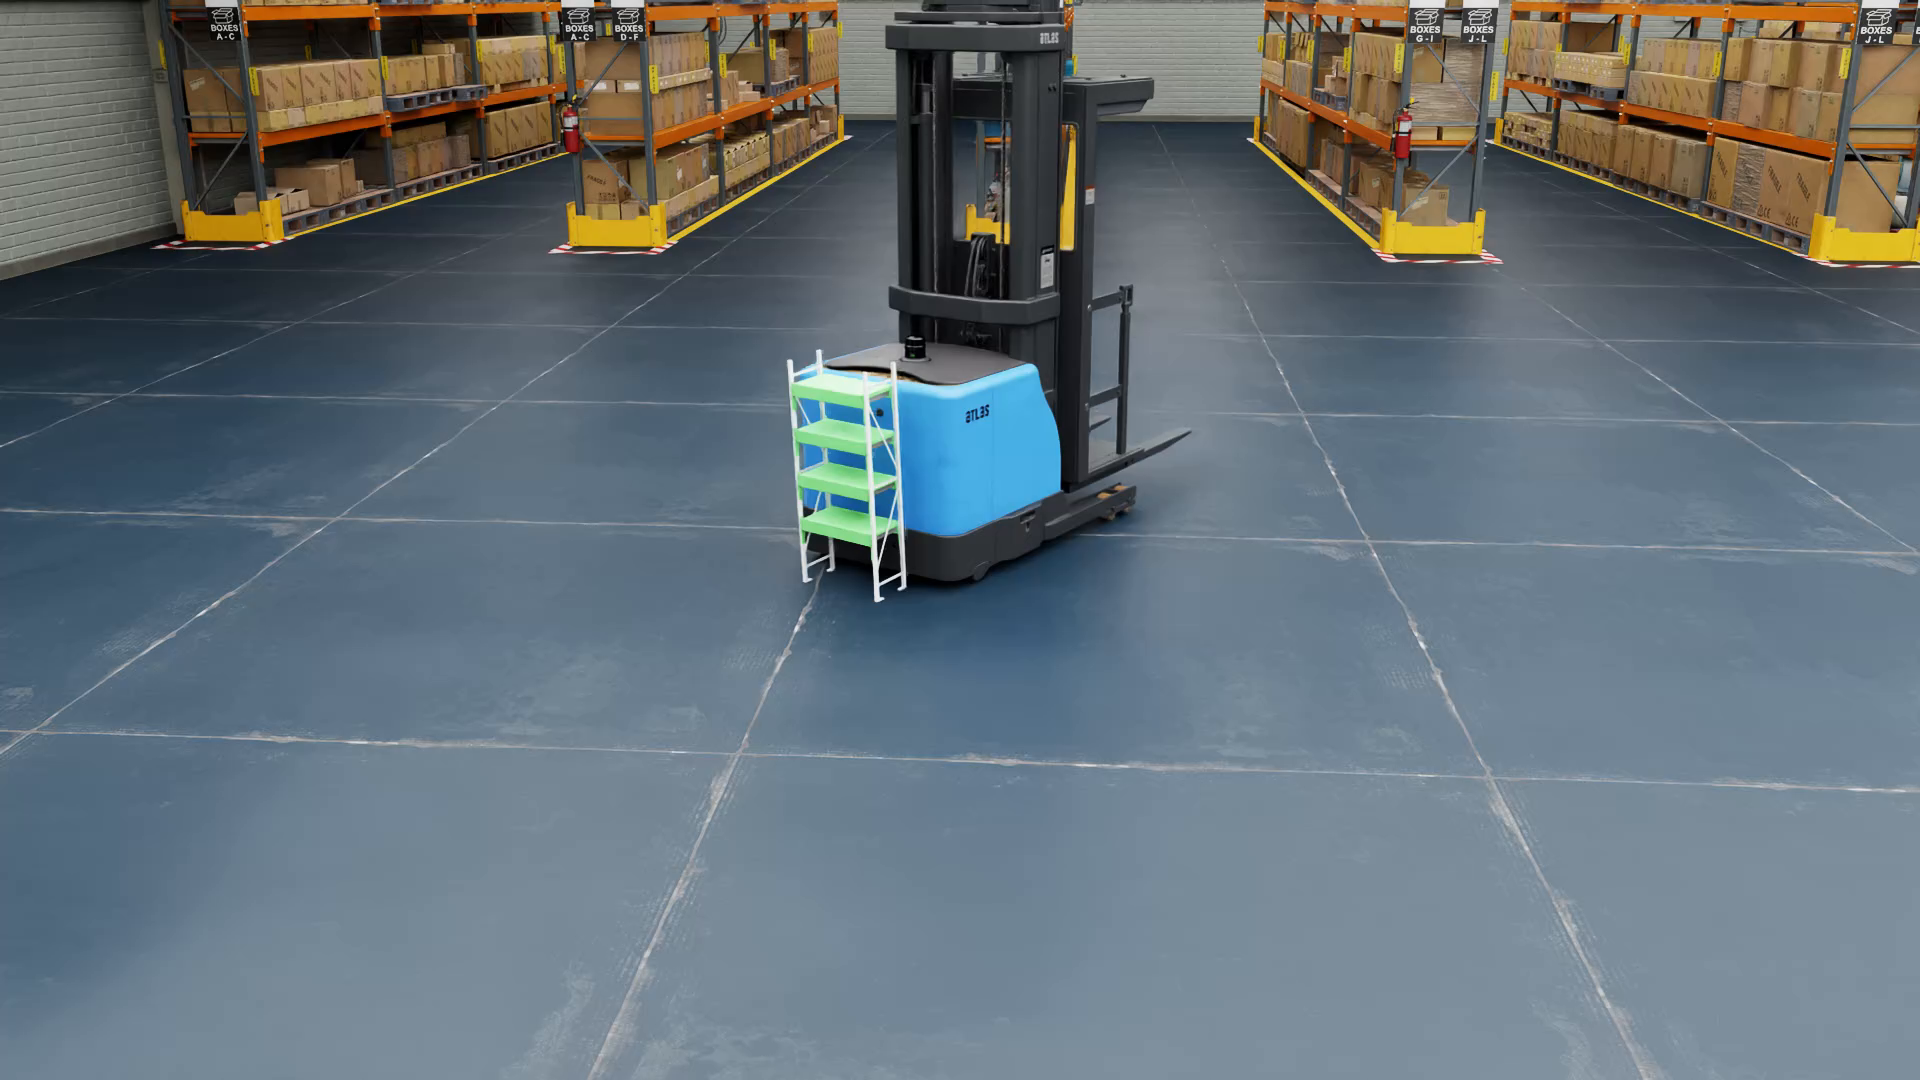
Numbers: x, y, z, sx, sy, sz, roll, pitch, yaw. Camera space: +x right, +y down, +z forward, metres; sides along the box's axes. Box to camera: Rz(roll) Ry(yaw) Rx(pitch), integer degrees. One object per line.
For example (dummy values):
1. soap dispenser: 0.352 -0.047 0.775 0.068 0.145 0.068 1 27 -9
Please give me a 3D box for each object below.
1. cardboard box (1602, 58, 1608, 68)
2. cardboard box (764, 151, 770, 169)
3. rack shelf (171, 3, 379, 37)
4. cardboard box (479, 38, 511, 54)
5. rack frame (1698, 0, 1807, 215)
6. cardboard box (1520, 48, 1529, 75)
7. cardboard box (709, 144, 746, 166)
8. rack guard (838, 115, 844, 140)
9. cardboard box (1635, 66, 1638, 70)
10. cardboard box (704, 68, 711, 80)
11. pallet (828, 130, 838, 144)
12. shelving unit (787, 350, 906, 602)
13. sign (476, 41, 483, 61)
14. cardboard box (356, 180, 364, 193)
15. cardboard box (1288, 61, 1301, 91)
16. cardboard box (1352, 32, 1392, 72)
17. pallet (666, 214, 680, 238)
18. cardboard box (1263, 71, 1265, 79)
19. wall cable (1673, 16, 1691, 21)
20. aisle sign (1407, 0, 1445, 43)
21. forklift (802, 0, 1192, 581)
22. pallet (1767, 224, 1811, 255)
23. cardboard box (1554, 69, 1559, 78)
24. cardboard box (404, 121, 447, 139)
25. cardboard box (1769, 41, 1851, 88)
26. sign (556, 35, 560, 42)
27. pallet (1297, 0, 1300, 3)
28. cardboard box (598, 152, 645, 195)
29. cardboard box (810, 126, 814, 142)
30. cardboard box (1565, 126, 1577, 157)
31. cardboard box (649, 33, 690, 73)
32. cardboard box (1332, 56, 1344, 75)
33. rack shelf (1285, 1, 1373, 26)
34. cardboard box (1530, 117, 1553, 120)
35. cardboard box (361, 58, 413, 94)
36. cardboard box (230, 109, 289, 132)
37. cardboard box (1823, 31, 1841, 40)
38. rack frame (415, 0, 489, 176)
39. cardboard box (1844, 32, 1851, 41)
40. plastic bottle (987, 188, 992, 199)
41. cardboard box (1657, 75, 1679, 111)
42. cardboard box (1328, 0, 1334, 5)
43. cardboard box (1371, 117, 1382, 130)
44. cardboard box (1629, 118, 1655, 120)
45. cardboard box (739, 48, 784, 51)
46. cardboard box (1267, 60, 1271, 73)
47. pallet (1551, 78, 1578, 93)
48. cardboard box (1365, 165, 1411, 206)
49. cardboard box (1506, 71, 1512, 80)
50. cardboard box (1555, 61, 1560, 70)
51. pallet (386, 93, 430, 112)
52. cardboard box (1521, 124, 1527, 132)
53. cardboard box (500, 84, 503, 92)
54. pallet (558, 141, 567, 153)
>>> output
1. cardboard box: 10.763 -7.818 27.240 0.380 0.149 0.250 1 18 3
2. cardboard box: -3.451 -6.304 27.585 0.500 0.250 0.500 2 18 5
3. rack shelf: -9.027 -6.909 22.029 1.077 0.370 4.000 1 18 4
4. cardboard box: -8.238 -8.701 29.286 0.500 0.250 0.500 1 18 4
5. rack frame: 10.878 -5.973 22.834 1.000 3.000 0.127 1 18 4
6. cardboard box: 11.370 -9.437 32.767 0.500 0.500 0.500 2 18 5
7. cardboard box: -3.588 -5.936 25.561 0.500 0.311 0.500 1 18 2
8. rack guard: -3.088 -8.853 35.637 1.175 0.500 0.348 1 18 4
9. cardboard box: 11.450 -7.828 27.747 0.380 0.149 0.250 1 18 4
10. cardboard box: -3.749 -6.604 23.557 0.380 0.149 0.250 1 18 4
11. pallet: -3.144 -8.468 34.927 1.003 0.211 1.213 1 18 4
12. shelving unit: -0.571 -0.328 8.475 0.503 1.200 0.258 13 25 35
13. sign: -8.055 -8.192 27.875 0.100 0.325 0.005 1 18 4
14. cardboard box: -8.892 -5.142 24.143 0.380 0.166 0.250 -1 18 -3
15. cardboard box: 6.194 -8.354 29.939 0.500 0.500 0.500 1 18 4
16. cardboard box: 5.652 -6.645 22.641 0.500 0.500 0.500 1 18 4
17. pallet: -4.217 -4.008 21.316 1.003 0.211 1.213 1 18 4
18. cardboard box: 6.426 -9.540 34.123 0.380 0.149 0.250 1 18 3
19. wall cable: 17.063 -11.870 39.150 0.585 1.953 0.123 1 18 4
20. aisle sign: 5.347 -6.095 19.033 0.394 0.787 0.004 1 18 4
21. forklift: 0.395 -1.580 9.537 1.130 2.935 3.031 12 22 33
22. pallet: 10.570 -3.655 20.240 1.003 0.211 1.213 1 18 4
23. cardboard box: 10.964 -8.426 30.048 0.380 0.149 0.250 0 18 1
24. cardboard box: -8.700 -6.666 27.053 0.500 0.250 0.500 2 18 5
25. cardboard box: 10.687 -5.941 20.760 0.875 0.550 0.500 1 18 4
26. sign: -8.577 -10.637 35.550 0.100 0.325 0.005 1 18 4
27. pallet: 6.295 -9.241 28.295 1.003 0.211 1.213 2 18 6
28. cardboard box: -4.431 -4.828 21.878 0.500 0.500 0.500 1 18 4
29. cardboard box: -3.123 -7.879 32.262 0.500 0.311 0.500 1 18 4
30. cardboard box: 11.097 -7.081 29.557 0.500 0.500 0.500 2 18 6
31. cardboard box: -4.040 -6.551 22.354 0.700 0.500 0.500 1 18 4
32. cardboard box: 6.226 -7.436 26.463 0.500 0.500 0.500 -1 18 -3
33. rack shelf: 6.368 -9.062 28.599 1.077 0.370 4.000 1 18 4
34. cardboard box: 11.364 -8.183 32.527 0.380 0.149 0.250 1 18 4
35. cardboard box: -8.766 -7.034 25.205 0.700 0.500 0.500 3 18 10
36. cardboard box: -8.819 -5.287 20.950 0.500 0.250 0.500 1 18 2
37. cardboard box: 16.154 -9.054 30.470 0.500 0.500 0.500 1 18 3
38. rack frame: -8.597 -7.689 28.071 1.000 3.000 0.127 1 18 4
39. cardboard box: 16.077 -8.771 29.606 0.500 0.500 0.500 1 18 5
40. plastic bottle: 0.395 -4.518 22.051 0.061 0.283 0.133 2 18 5
41. cardboard box: 10.755 -6.660 24.770 0.500 0.500 0.500 1 18 3
42. cardboard box: 5.872 -8.252 25.213 0.500 0.250 0.500 2 18 5
43. cardboard box: 5.468 -5.315 21.228 0.380 0.149 0.250 1 18 4
44. cardboard box: 11.492 -6.949 27.950 0.500 0.250 0.500 1 18 3
45. cardboard box: -3.612 -8.712 30.358 0.700 0.500 0.500 4 19 13
46. cardboard box: 6.424 -9.451 33.213 0.500 0.250 0.500 1 18 2
47. pallet: 11.251 -8.132 29.732 1.003 0.211 1.213 1 18 4
48. cardboard box: 5.836 -4.825 22.672 0.500 0.500 0.500 7 20 21
49. cardboard box: 11.388 -9.487 33.962 0.380 0.149 0.250 1 18 3
50. cardboard box: 10.964 -8.567 30.002 0.380 0.149 0.250 2 18 5
51. pallet: -8.684 -6.590 25.024 1.003 0.211 1.213 1 18 4
52. cardboard box: 11.388 -8.205 33.073 0.380 0.149 0.250 0 18 1
53. cardboard box: -8.307 -7.997 29.381 0.380 0.149 0.250 2 18 5
54. pallet: -8.178 -7.841 33.012 1.003 0.211 1.213 1 18 4
